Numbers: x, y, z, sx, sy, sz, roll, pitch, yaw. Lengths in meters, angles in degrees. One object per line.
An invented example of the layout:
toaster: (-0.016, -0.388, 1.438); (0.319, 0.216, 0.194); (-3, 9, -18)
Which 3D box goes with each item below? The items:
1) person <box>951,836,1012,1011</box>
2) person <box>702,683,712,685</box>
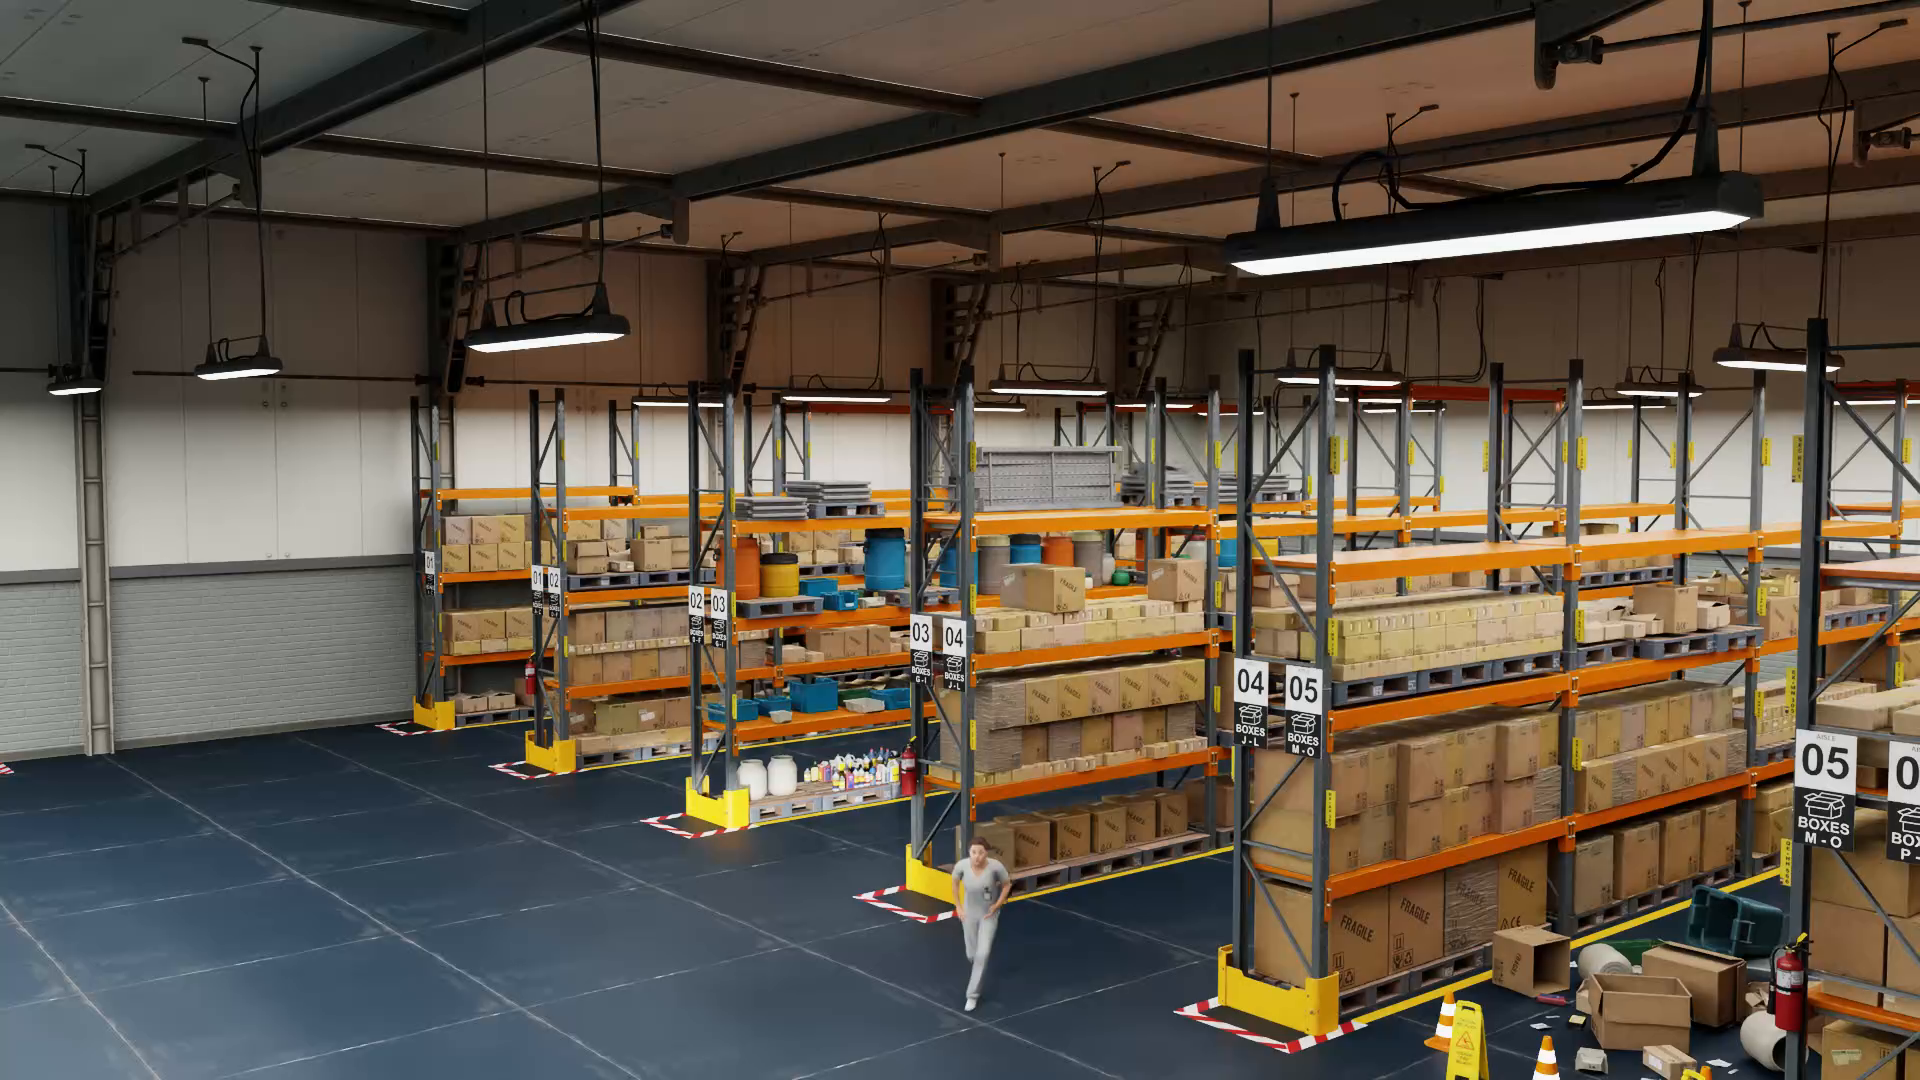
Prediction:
person: (0.203, 3.479, 15.403); (0.561, 1.613, 0.812); (0, 3, 4)
person: (-4.633, 2.527, 30.583); (0.614, 1.657, 0.542); (3, 4, 39)
